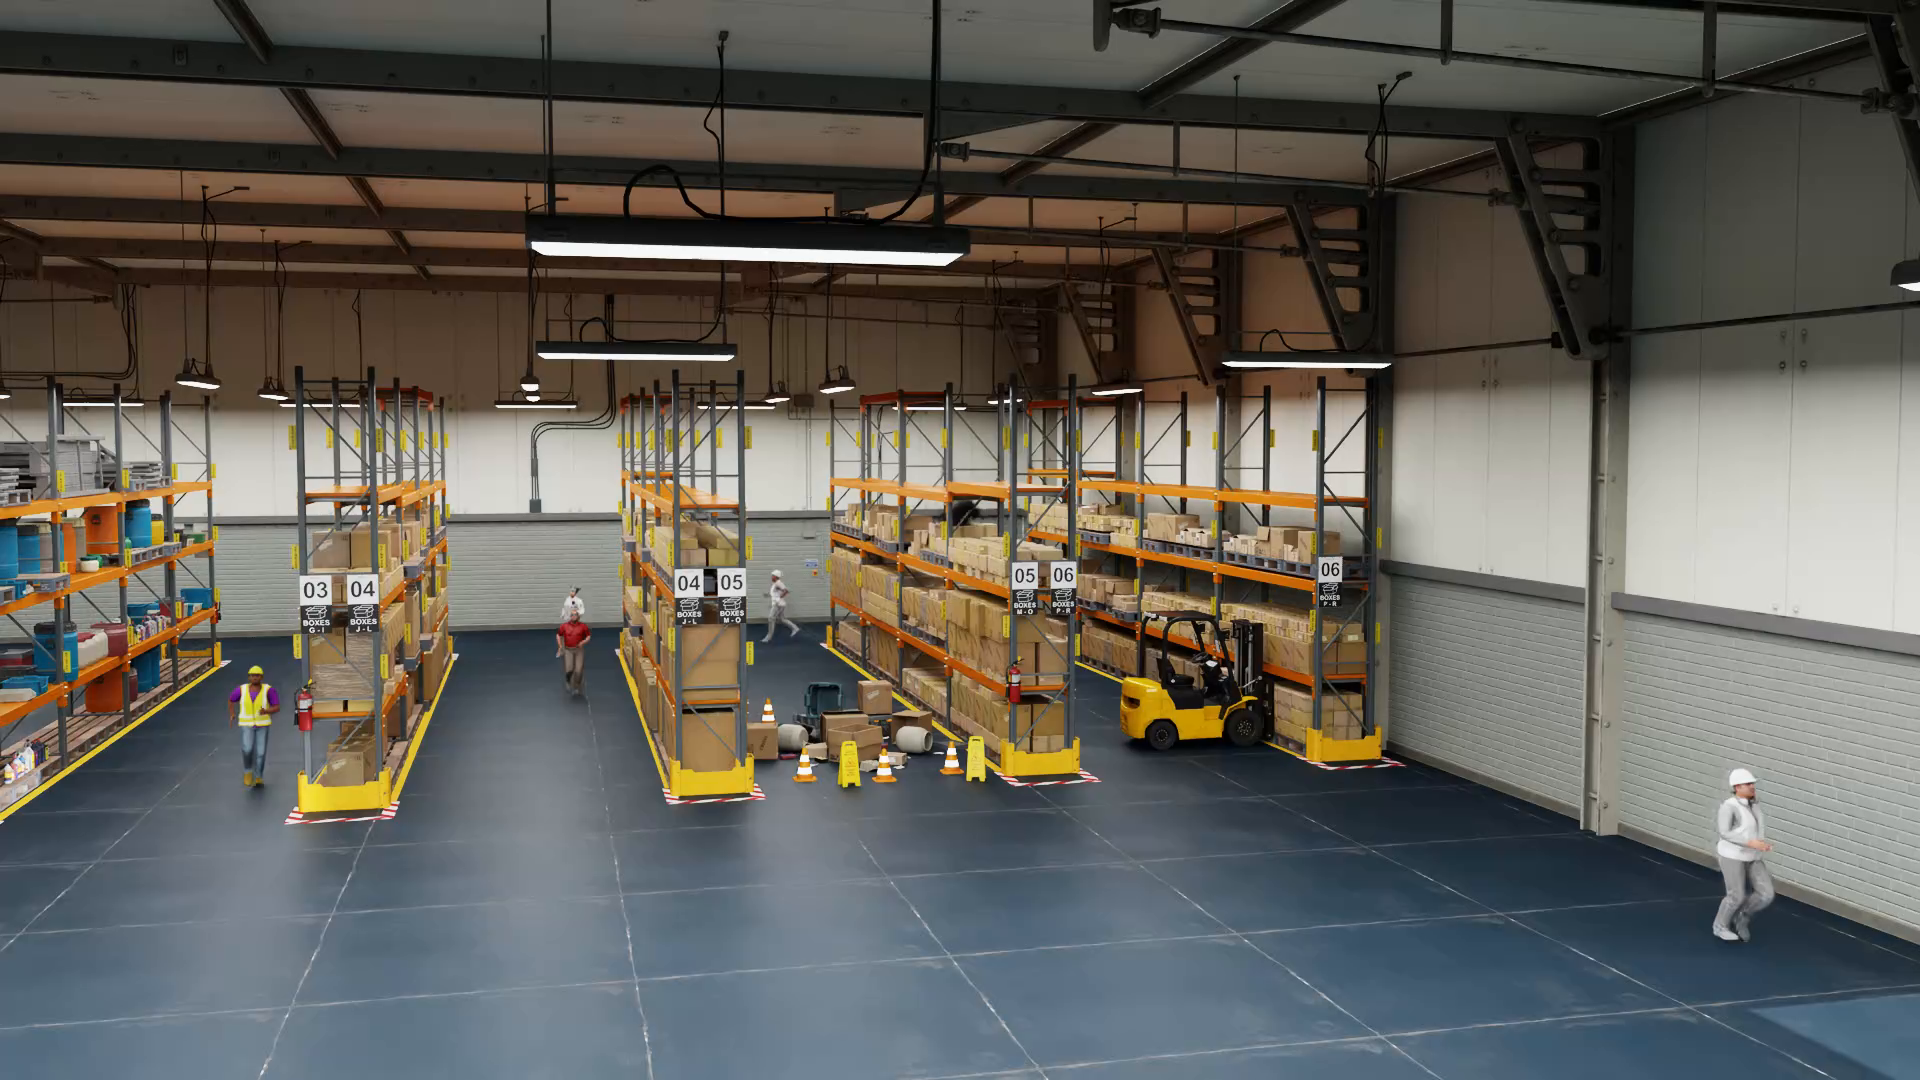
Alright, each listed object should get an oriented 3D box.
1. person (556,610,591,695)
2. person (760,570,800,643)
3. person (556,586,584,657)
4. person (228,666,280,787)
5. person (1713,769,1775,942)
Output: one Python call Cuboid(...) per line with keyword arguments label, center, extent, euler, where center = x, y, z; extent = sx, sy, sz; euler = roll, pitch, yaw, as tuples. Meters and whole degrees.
Cuboid(label="person", center=(-7.562, 2.213, 32.603), extent=(0.663, 1.677, 0.589), euler=(-1, 4, -16))
Cuboid(label="person", center=(-4.477, 1.641, 41.368), extent=(0.995, 1.793, 0.694), euler=(0, 3, -8))
Cuboid(label="person", center=(-9.035, 1.881, 38.759), extent=(0.624, 1.666, 0.781), euler=(2, 4, 25))
Cuboid(label="person", center=(-10.172, 2.686, 23.979), extent=(0.692, 1.741, 0.660), euler=(-1, 4, -23))
Cuboid(label="person", center=(7.789, 3.141, 16.465), extent=(0.679, 1.756, 0.648), euler=(-2, 4, -27))
